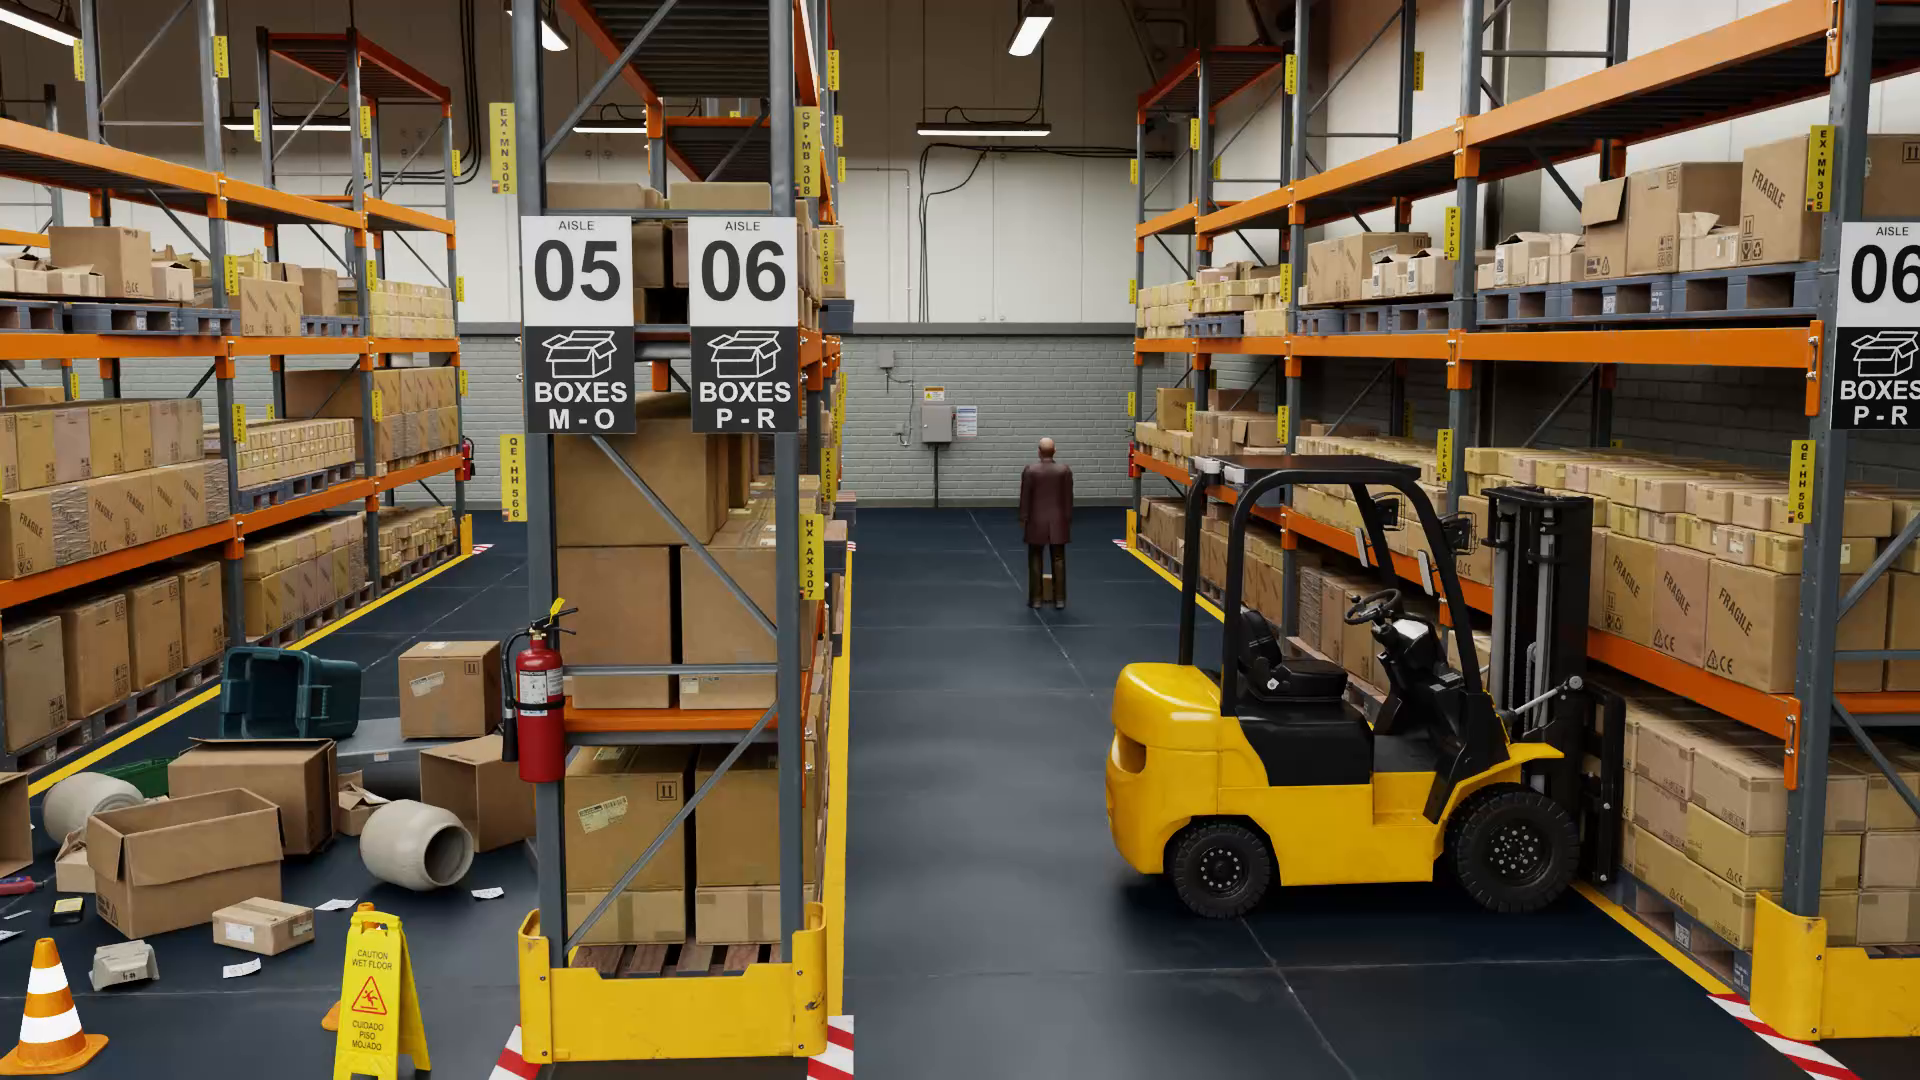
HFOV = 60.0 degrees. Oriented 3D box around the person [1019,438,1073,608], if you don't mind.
[{"bbox_3d":[0.893,-0.182,17.365,0.562,1.776,0.390,0,7,-2],"label":"person"}]
